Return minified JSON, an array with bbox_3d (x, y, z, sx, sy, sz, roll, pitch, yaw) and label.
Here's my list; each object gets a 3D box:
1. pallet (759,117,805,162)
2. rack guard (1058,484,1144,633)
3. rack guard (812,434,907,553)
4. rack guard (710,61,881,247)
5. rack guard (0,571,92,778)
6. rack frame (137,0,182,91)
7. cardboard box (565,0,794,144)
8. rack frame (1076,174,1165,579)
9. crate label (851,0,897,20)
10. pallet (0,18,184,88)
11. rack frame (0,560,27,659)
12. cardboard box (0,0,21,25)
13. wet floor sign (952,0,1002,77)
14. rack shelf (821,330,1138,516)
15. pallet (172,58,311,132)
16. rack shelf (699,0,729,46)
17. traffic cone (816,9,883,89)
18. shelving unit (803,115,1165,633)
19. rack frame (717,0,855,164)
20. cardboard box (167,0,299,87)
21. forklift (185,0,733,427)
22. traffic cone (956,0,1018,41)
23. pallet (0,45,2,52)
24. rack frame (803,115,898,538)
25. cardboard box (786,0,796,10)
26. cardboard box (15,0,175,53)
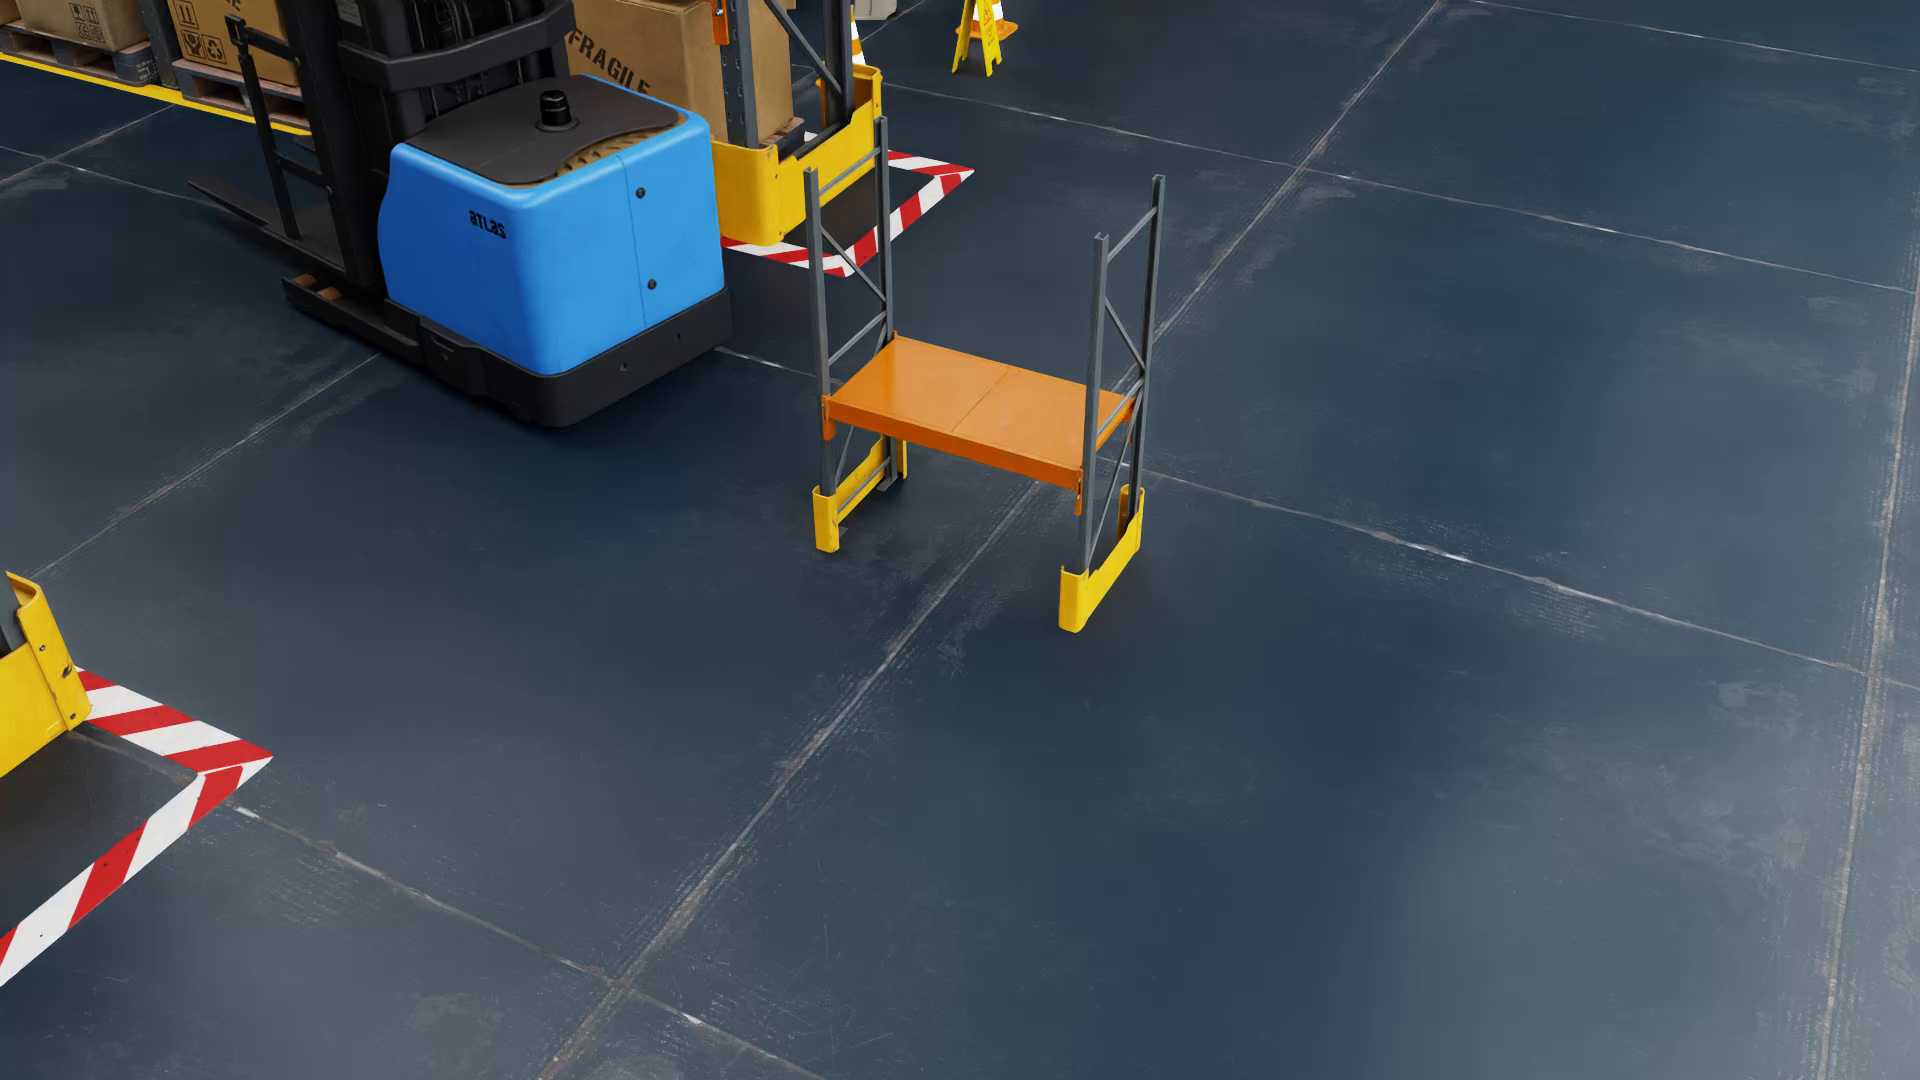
[{"bbox_3d":[-1.580,-2.056,8.784,1.213,0.211,1.003,17,41,21],"label":"pallet"},{"bbox_3d":[0.510,0.060,5.964,0.087,0.250,0.587,17,41,21],"label":"rack guard"},{"bbox_3d":[-0.375,-0.217,6.329,0.087,0.250,0.587,17,41,21],"label":"rack guard"},{"bbox_3d":[-0.813,-1.984,8.450,0.348,0.500,1.175,17,41,21],"label":"rack guard"},{"bbox_3d":[-3.273,0.623,5.015,0.348,0.500,1.175,17,41,21],"label":"rack guard"},{"bbox_3d":[-4.386,-4.098,9.168,0.127,3.000,1.000,17,41,21],"label":"rack frame"},{"bbox_3d":[-1.467,-2.460,8.420,0.875,0.875,0.875,18,41,22],"label":"cardboard box"},{"bbox_3d":[0.527,-0.432,5.579,0.032,1.500,0.500,17,41,21],"label":"rack frame"},{"bbox_3d":[-0.558,-3.453,10.686,0.298,0.136,0.250,-2,37,-2],"label":"crate label"},{"bbox_3d":[-5.106,-3.162,10.241,1.213,0.211,1.003,17,41,21],"label":"pallet"},{"bbox_3d":[-3.205,-0.351,4.232,0.127,3.000,1.000,17,41,21],"label":"rack frame"},{"bbox_3d":[-5.834,-3.764,10.241,0.750,0.750,1.050,17,41,21],"label":"cardboard box"},{"bbox_3d":[0.102,-3.103,9.805,0.232,0.644,0.267,11,38,14],"label":"wet floor sign"},{"bbox_3d":[0.076,-0.430,5.874,1.000,0.185,0.538,17,41,21],"label":"rack shelf"},{"bbox_3d":[-3.747,-2.734,9.677,1.213,0.211,1.003,17,41,21],"label":"pallet"},{"bbox_3d":[-2.610,-3.256,8.653,4.000,0.370,1.077,17,41,21],"label":"rack shelf"},{"bbox_3d":[-0.653,-2.886,9.669,0.334,0.463,0.336,17,41,21],"label":"traffic cone"},{"bbox_3d":[0.068,-0.576,5.769,1.083,1.500,0.587,17,41,21],"label":"shelving unit"},{"bbox_3d":[-0.834,-2.986,7.703,0.127,3.000,1.000,17,41,21],"label":"rack frame"},{"bbox_3d":[-3.860,-3.207,9.404,0.875,0.875,0.875,18,41,22],"label":"cardboard box"},{"bbox_3d":[-2.462,-2.363,6.939,3.031,2.935,1.130,26,44,30],"label":"forklift"},{"bbox_3d":[0.169,-3.398,10.344,0.334,0.463,0.336,17,41,21],"label":"traffic cone"},{"bbox_3d":[-6.194,-3.500,10.687,1.213,0.211,1.003,17,41,21],"label":"pallet"},{"bbox_3d":[-0.376,-0.715,5.952,0.032,1.500,0.500,17,41,21],"label":"rack frame"},{"bbox_3d":[-1.372,-3.807,10.849,0.637,0.503,0.797,-8,38,-10],"label":"cardboard box"},{"bbox_3d":[-4.979,-3.494,9.885,0.750,0.750,1.050,17,40,21],"label":"cardboard box"}]
